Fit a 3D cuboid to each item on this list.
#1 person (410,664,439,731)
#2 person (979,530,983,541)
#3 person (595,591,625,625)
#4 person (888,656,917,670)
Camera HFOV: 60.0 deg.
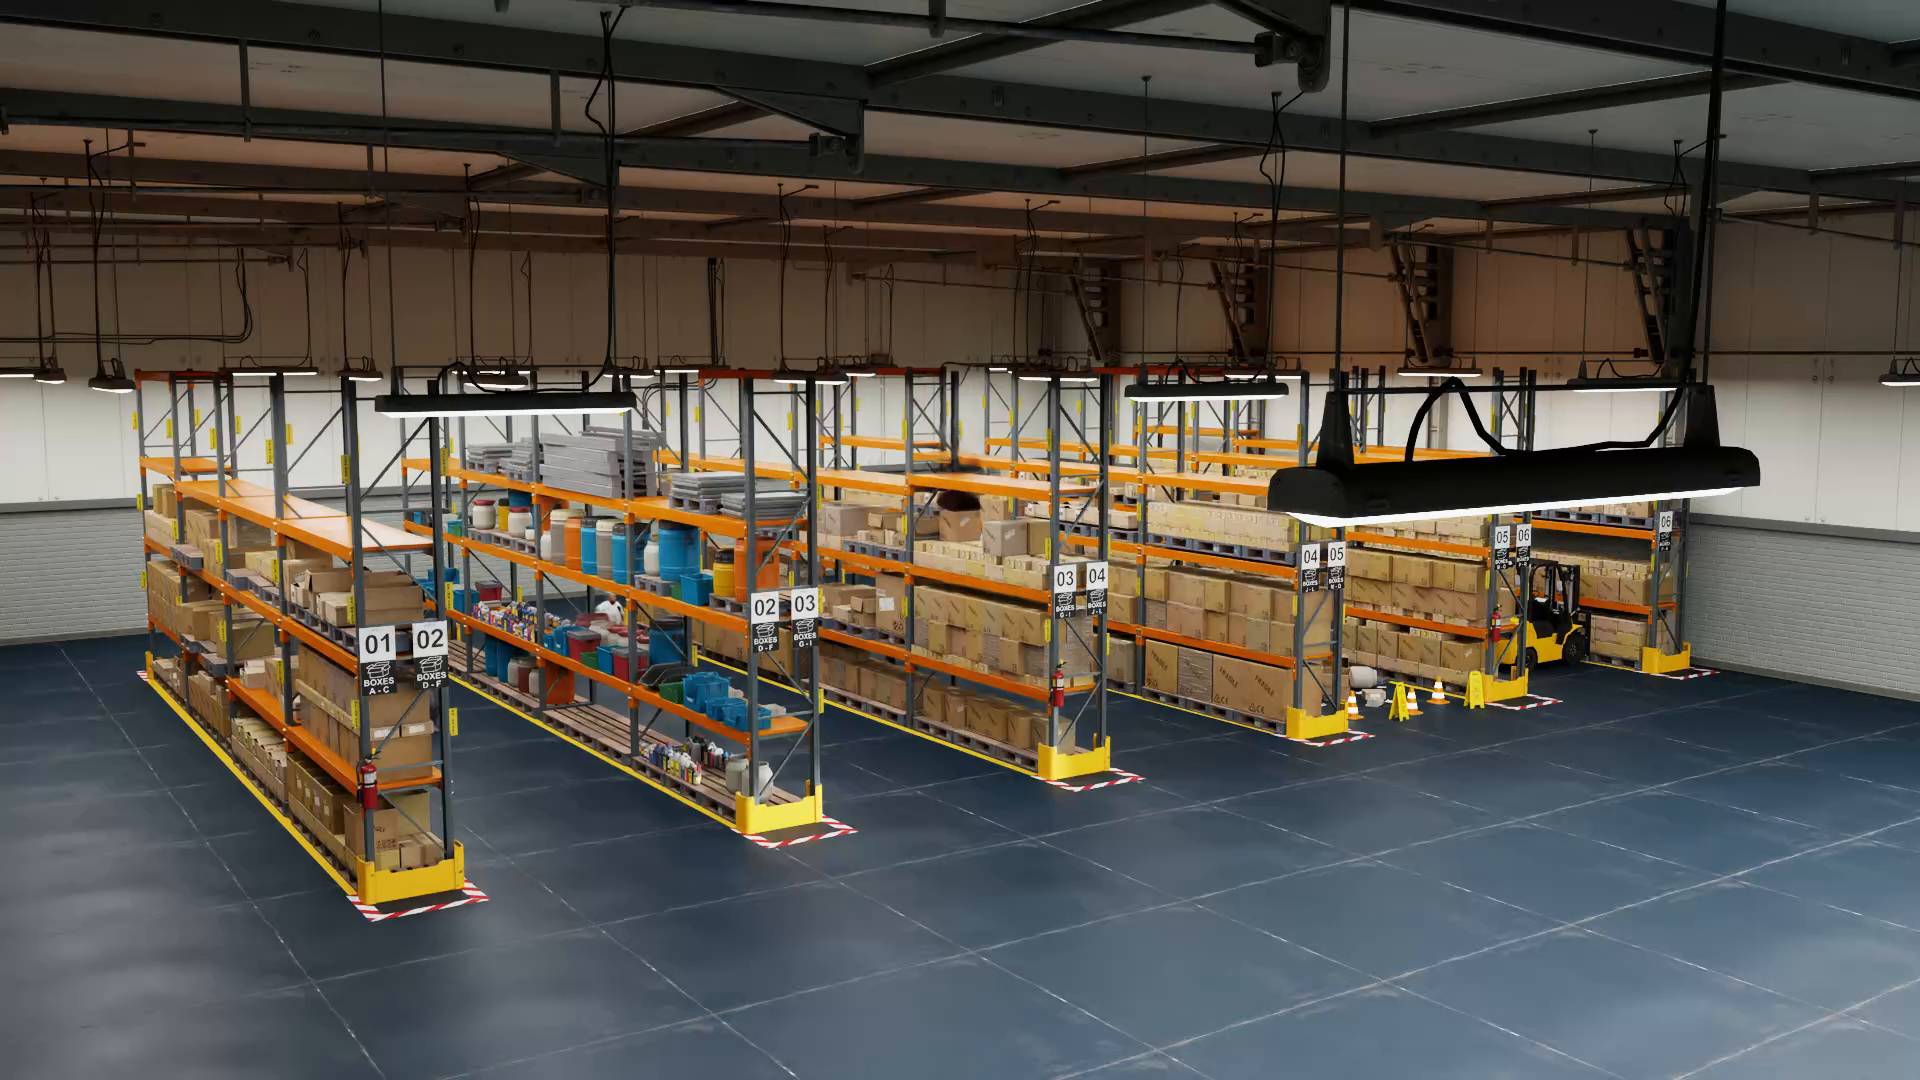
[{"bbox_3d":[-8.775,2.408,27.678,0.573,1.609,0.556,-5,8,-39],"label":"person"},{"bbox_3d":[0.473,0.375,44.878,0.940,1.740,0.735,1,7,10],"label":"person"},{"bbox_3d":[-6.904,1.795,32.951,0.723,1.630,0.576,6,9,43],"label":"person"},{"bbox_3d":[-1.066,1.872,32.592,0.607,1.628,0.841,-6,9,-41],"label":"person"}]
